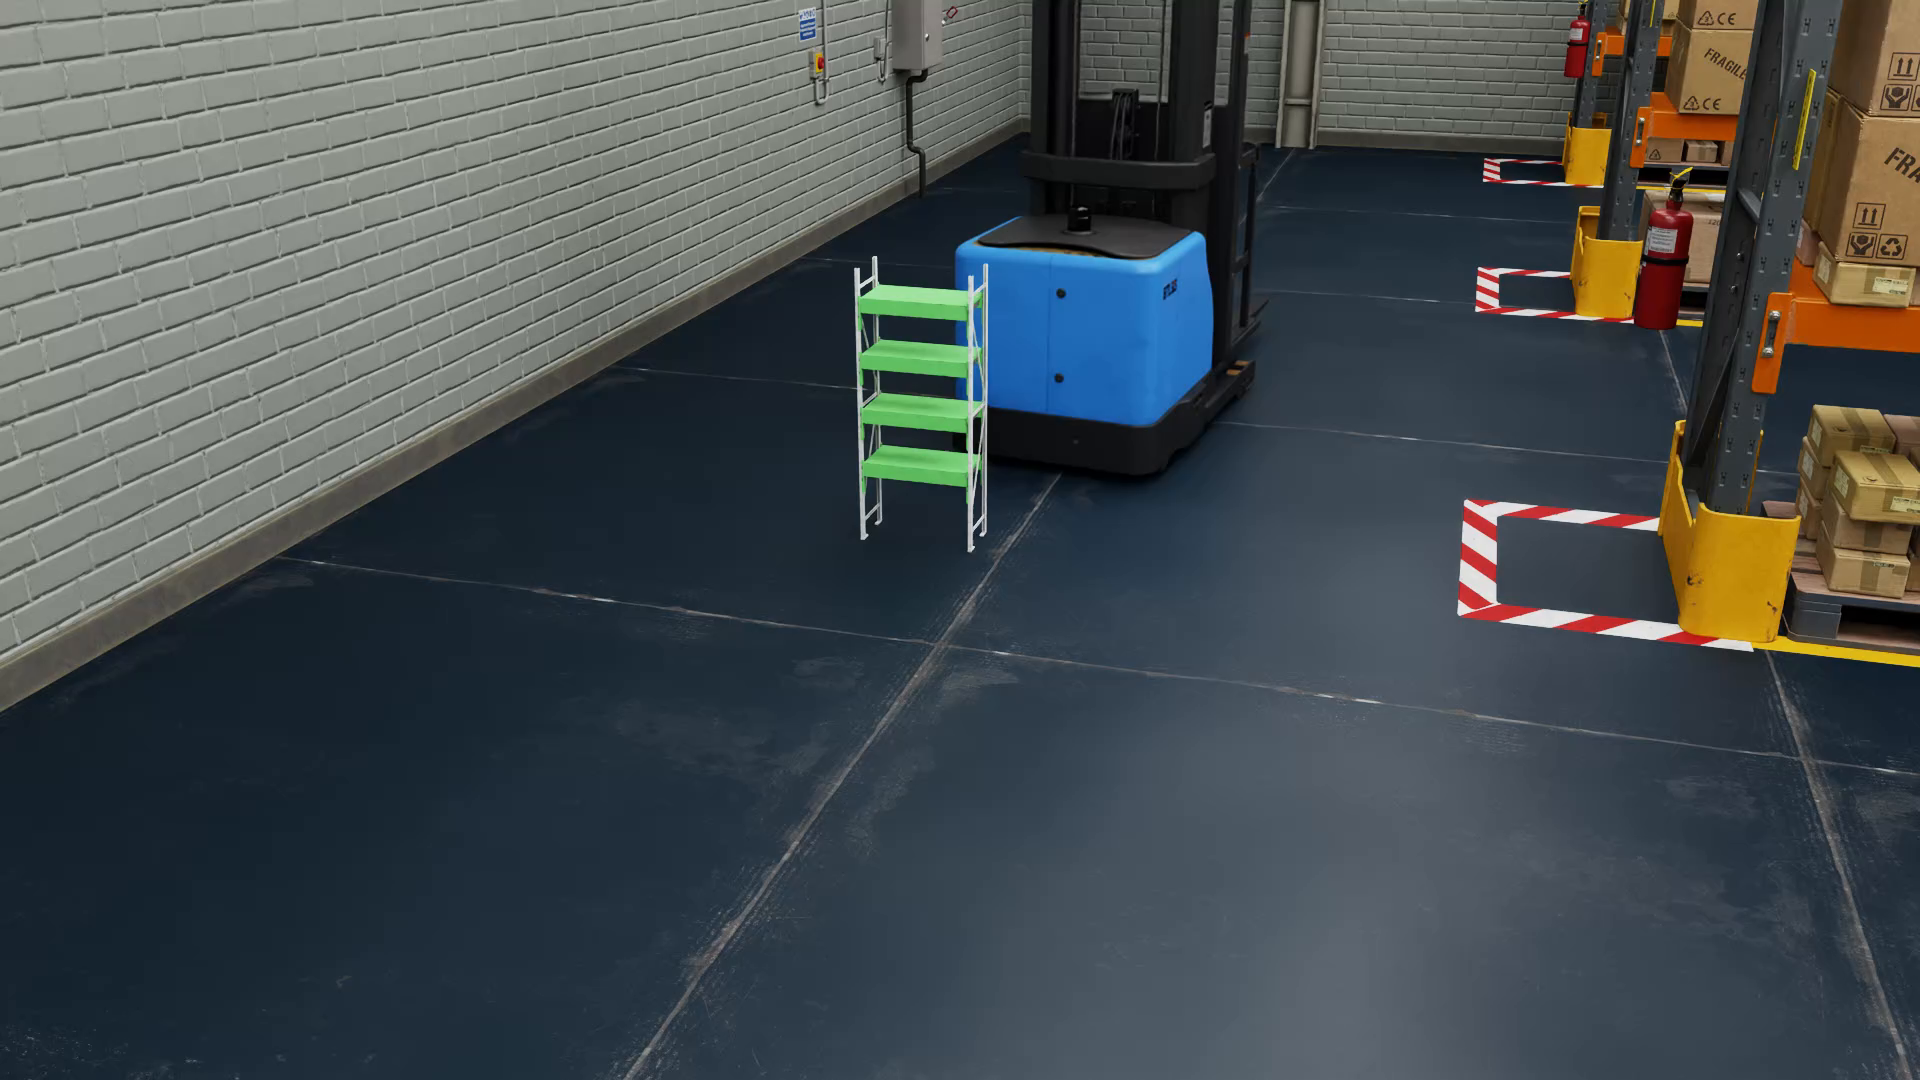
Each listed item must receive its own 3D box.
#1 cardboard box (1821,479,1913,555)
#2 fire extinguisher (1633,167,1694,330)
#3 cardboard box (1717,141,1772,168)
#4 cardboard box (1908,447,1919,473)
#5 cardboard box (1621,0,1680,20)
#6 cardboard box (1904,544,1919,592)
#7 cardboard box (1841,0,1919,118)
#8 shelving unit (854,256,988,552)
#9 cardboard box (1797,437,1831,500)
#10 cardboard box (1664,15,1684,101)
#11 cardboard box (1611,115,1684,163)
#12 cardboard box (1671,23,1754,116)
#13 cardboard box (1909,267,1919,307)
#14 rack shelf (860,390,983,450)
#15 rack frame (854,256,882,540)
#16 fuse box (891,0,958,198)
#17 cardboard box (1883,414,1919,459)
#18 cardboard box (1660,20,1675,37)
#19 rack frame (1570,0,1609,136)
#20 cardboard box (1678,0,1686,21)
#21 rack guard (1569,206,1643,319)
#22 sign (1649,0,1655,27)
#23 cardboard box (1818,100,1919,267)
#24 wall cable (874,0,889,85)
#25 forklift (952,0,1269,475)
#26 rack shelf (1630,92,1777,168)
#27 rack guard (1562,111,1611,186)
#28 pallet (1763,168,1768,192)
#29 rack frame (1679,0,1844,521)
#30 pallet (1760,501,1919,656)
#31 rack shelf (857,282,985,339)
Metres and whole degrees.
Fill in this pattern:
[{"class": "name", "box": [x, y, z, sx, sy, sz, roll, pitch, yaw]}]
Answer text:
[{"class": "cardboard box", "box": [3.460, -0.091, 6.351, 0.250, 0.149, 0.380, 8, 23, 18]}, {"class": "fire extinguisher", "box": [2.925, -1.216, 6.875, 0.183, 0.674, 0.296, 7, 23, 16]}, {"class": "cardboard box", "box": [7.161, -3.671, 15.007, 0.500, 0.500, 0.700, 8, 23, 18]}, {"class": "cardboard box", "box": [3.735, -0.212, 6.254, 0.250, 0.149, 0.380, 7, 23, 16]}, {"class": "cardboard box", "box": [6.152, -4.763, 14.735, 0.500, 0.250, 0.500, 7, 23, 16]}, {"class": "cardboard box", "box": [3.716, 0.068, 6.354, 0.250, 0.149, 0.380, 6, 23, 15]}, {"class": "cardboard box", "box": [3.386, -1.730, 5.693, 0.500, 0.500, 0.500, 6, 23, 15]}, {"class": "shelving unit", "box": [-0.158, -0.573, 7.087, 0.503, 1.200, 0.258, 7, 23, 16]}, {"class": "cardboard box", "box": [3.620, -0.288, 6.830, 0.250, 0.149, 0.380, 6, 23, 14]}, {"class": "cardboard box", "box": [4.904, -3.128, 10.812, 0.500, 0.500, 0.500, 7, 23, 16]}, {"class": "cardboard box", "box": [6.354, -3.780, 15.269, 0.637, 0.503, 0.797, 6, 23, 13]}, {"class": "cardboard box", "box": [4.742, -2.928, 10.324, 0.500, 0.500, 0.500, 6, 23, 15]}, {"class": "cardboard box", "box": [3.504, -0.945, 5.953, 0.250, 0.149, 0.380, 7, 23, 17]}, {"class": "rack shelf", "box": [-0.158, -0.514, 7.111, 0.480, 0.148, 0.258, 7, 23, 16]}, {"class": "rack frame", "box": [-0.392, -0.600, 7.152, 0.015, 1.200, 0.240, 7, 23, 16]}, {"class": "fuse box", "box": [-0.293, -3.799, 14.278, 0.414, 1.711, 0.539, 7, 23, 16]}, {"class": "cardboard box", "box": [3.837, -0.365, 6.627, 0.250, 0.149, 0.380, 7, 23, 17]}, {"class": "cardboard box", "box": [6.288, -4.579, 14.813, 0.250, 0.149, 0.380, 7, 23, 17]}, {"class": "rack frame", "box": [5.796, -4.842, 15.123, 0.127, 3.000, 1.000, 7, 23, 16]}, {"class": "cardboard box", "box": [4.896, -3.581, 10.599, 0.500, 0.500, 0.500, 7, 23, 17]}, {"class": "rack guard", "box": [4.343, -1.885, 11.206, 0.348, 0.500, 1.175, 7, 23, 16]}, {"class": "sign", "box": [4.200, -3.275, 10.056, 0.005, 0.325, 0.100, 7, 23, 16]}, {"class": "cardboard box", "box": [3.383, -1.263, 5.874, 0.500, 0.500, 0.500, 8, 24, 18]}, {"class": "wall cable", "box": [-0.641, -4.635, 13.278, 0.122, 1.984, 0.588, 7, 23, 16]}, {"class": "forklift", "box": [1.012, -2.188, 8.741, 1.130, 2.935, 3.031, 9, 24, 22]}, {"class": "rack shelf", "box": [6.280, -2.487, 10.327, 4.000, 0.370, 1.077, 7, 23, 16]}, {"class": "rack guard", "box": [5.869, -3.678, 15.577, 0.348, 0.500, 1.175, 7, 23, 16]}, {"class": "pallet", "box": [7.796, -3.322, 15.092, 1.213, 0.211, 1.003, 7, 23, 16]}, {"class": "rack frame", "box": [3.033, -1.229, 6.314, 0.127, 3.000, 1.000, 7, 23, 16]}, {"class": "pallet", "box": [3.873, 0.171, 6.574, 1.213, 0.211, 1.003, 7, 23, 16]}, {"class": "rack shelf", "box": [-0.158, -0.958, 6.929, 0.480, 0.148, 0.258, 7, 23, 16]}]
